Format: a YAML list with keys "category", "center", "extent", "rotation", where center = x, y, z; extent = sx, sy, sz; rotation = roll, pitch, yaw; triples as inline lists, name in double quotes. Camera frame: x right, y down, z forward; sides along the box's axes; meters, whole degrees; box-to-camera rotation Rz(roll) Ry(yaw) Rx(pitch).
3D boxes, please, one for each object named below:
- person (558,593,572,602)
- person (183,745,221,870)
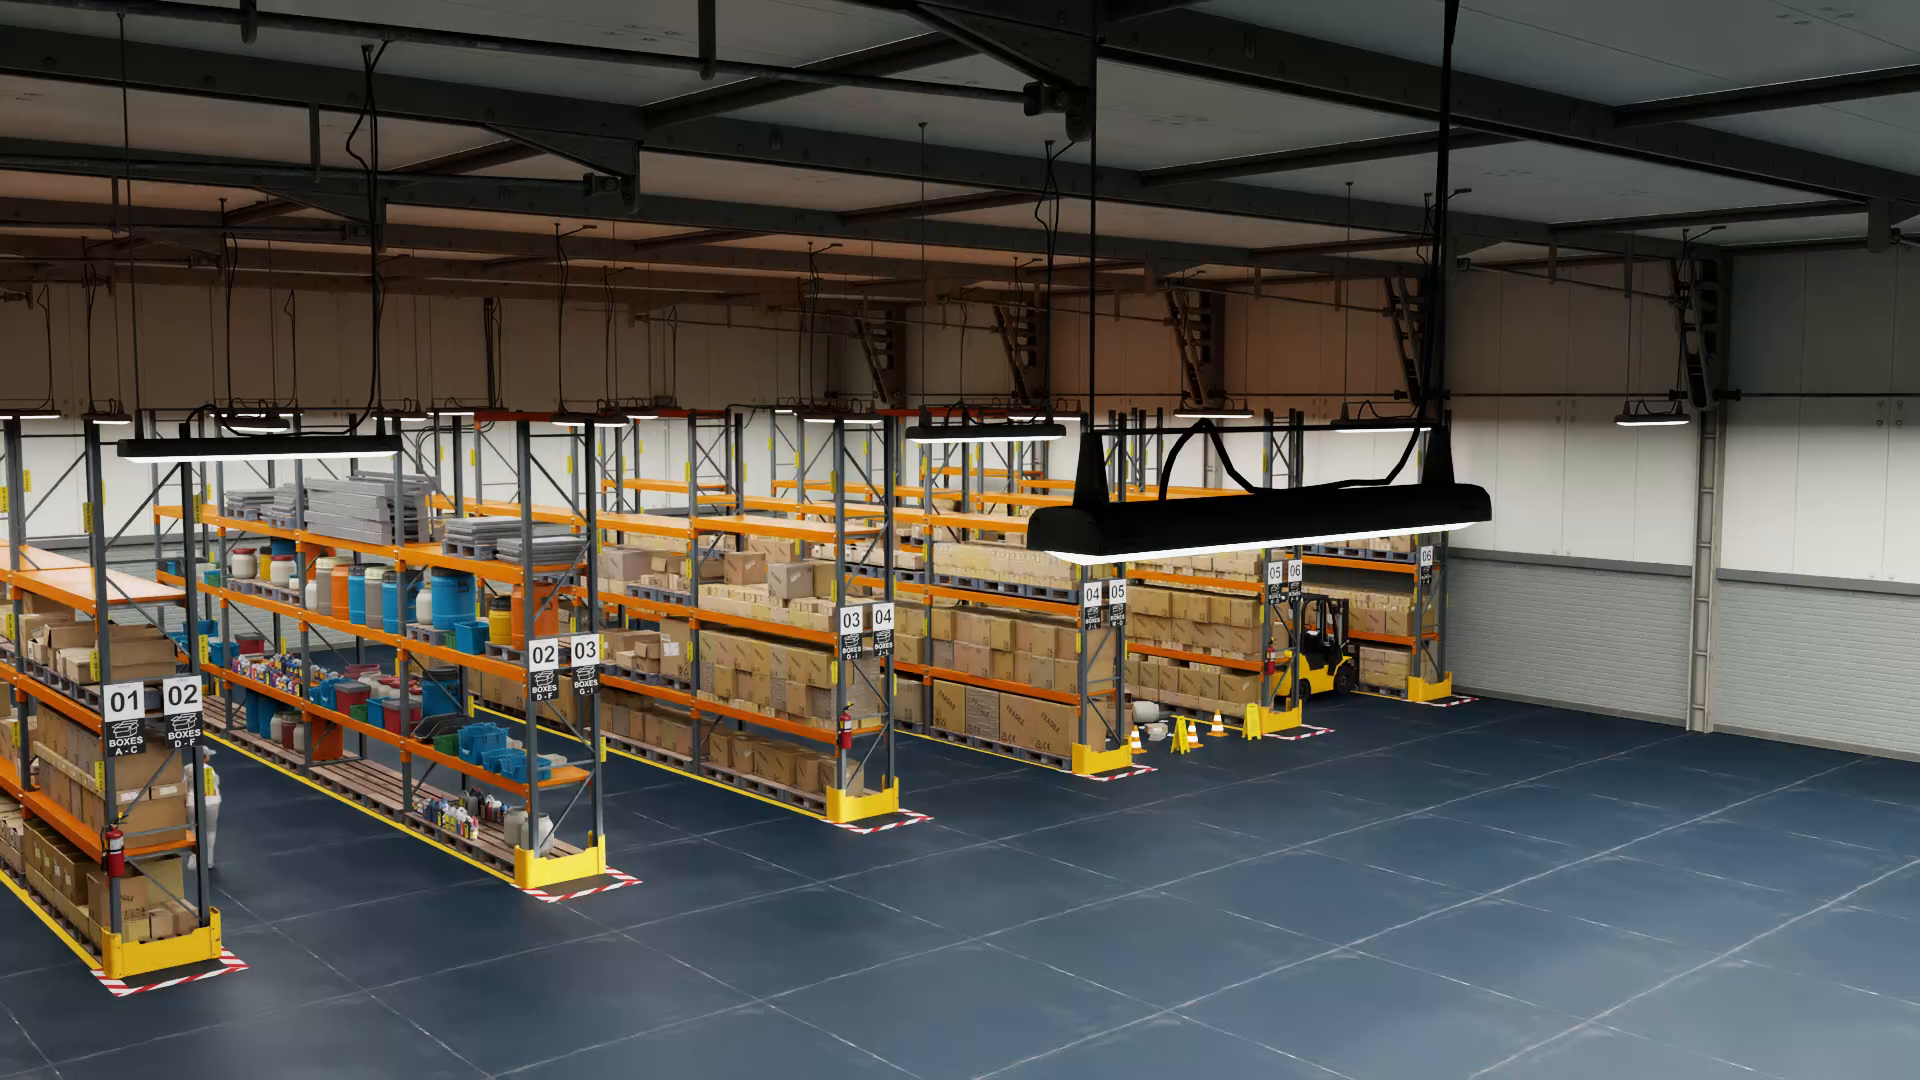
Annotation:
- category: "person"
  center: [-9.612, 1.898, 40.611]
  extent: [0.466, 1.708, 0.550]
  rotation: [-1, 5, -15]
- category: "person"
  center: [-10.078, 3.549, 22.108]
  extent: [0.484, 1.659, 0.511]
  rotation: [-1, 5, -11]
